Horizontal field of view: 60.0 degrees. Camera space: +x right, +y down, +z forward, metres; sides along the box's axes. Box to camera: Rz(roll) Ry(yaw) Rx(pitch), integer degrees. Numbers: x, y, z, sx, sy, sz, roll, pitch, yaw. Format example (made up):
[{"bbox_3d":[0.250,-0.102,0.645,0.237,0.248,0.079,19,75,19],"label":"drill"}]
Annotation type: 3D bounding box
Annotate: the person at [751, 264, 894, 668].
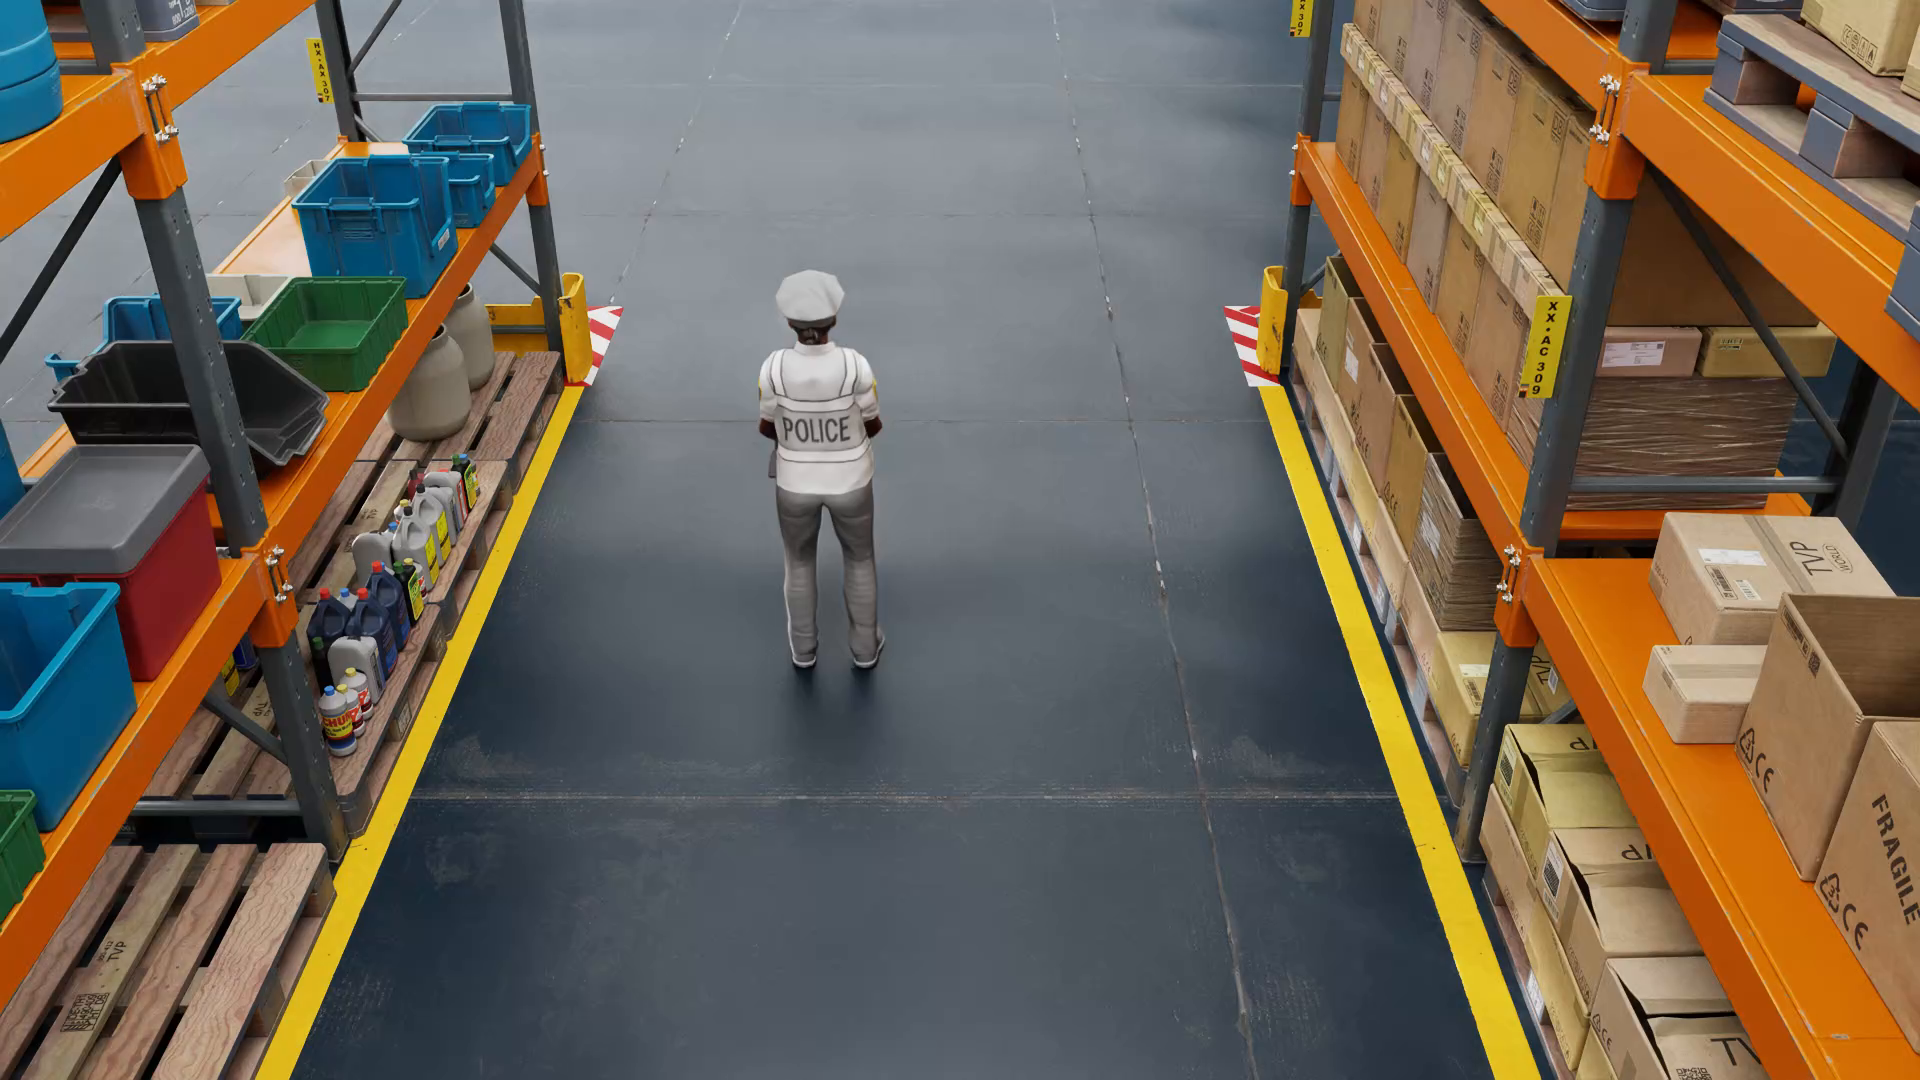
[{"bbox_3d":[-0.540,-0.236,6.514,0.528,1.663,0.392,-1,32,-2],"label":"person"}]
